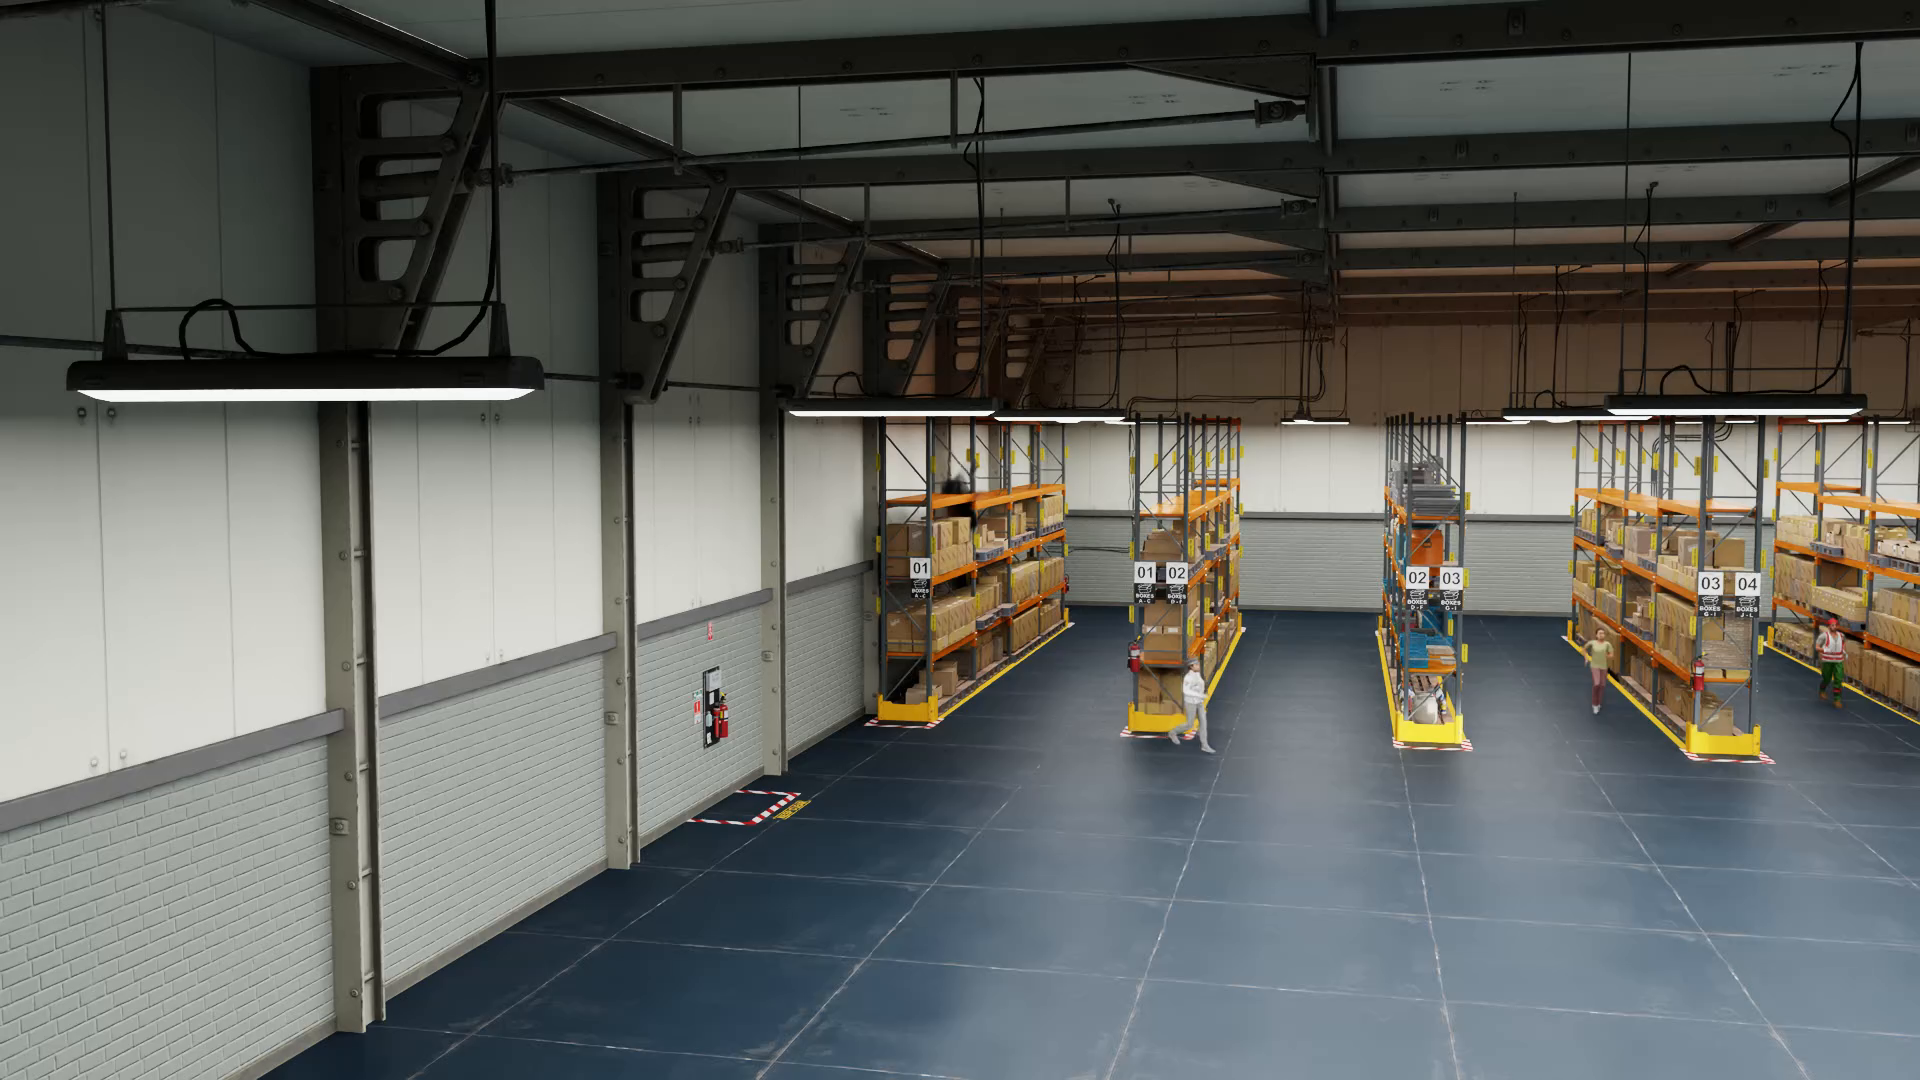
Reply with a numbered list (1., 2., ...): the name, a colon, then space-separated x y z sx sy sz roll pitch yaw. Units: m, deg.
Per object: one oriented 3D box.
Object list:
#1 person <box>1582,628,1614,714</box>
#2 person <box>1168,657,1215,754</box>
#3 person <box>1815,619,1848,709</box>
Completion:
1. person: 12.873 2.622 33.501 0.545 1.725 0.730 0 4 5
2. person: 4.104 2.891 29.339 0.910 1.695 0.632 3 5 38
3. person: 17.886 2.500 34.108 0.656 1.786 0.987 1 4 10
